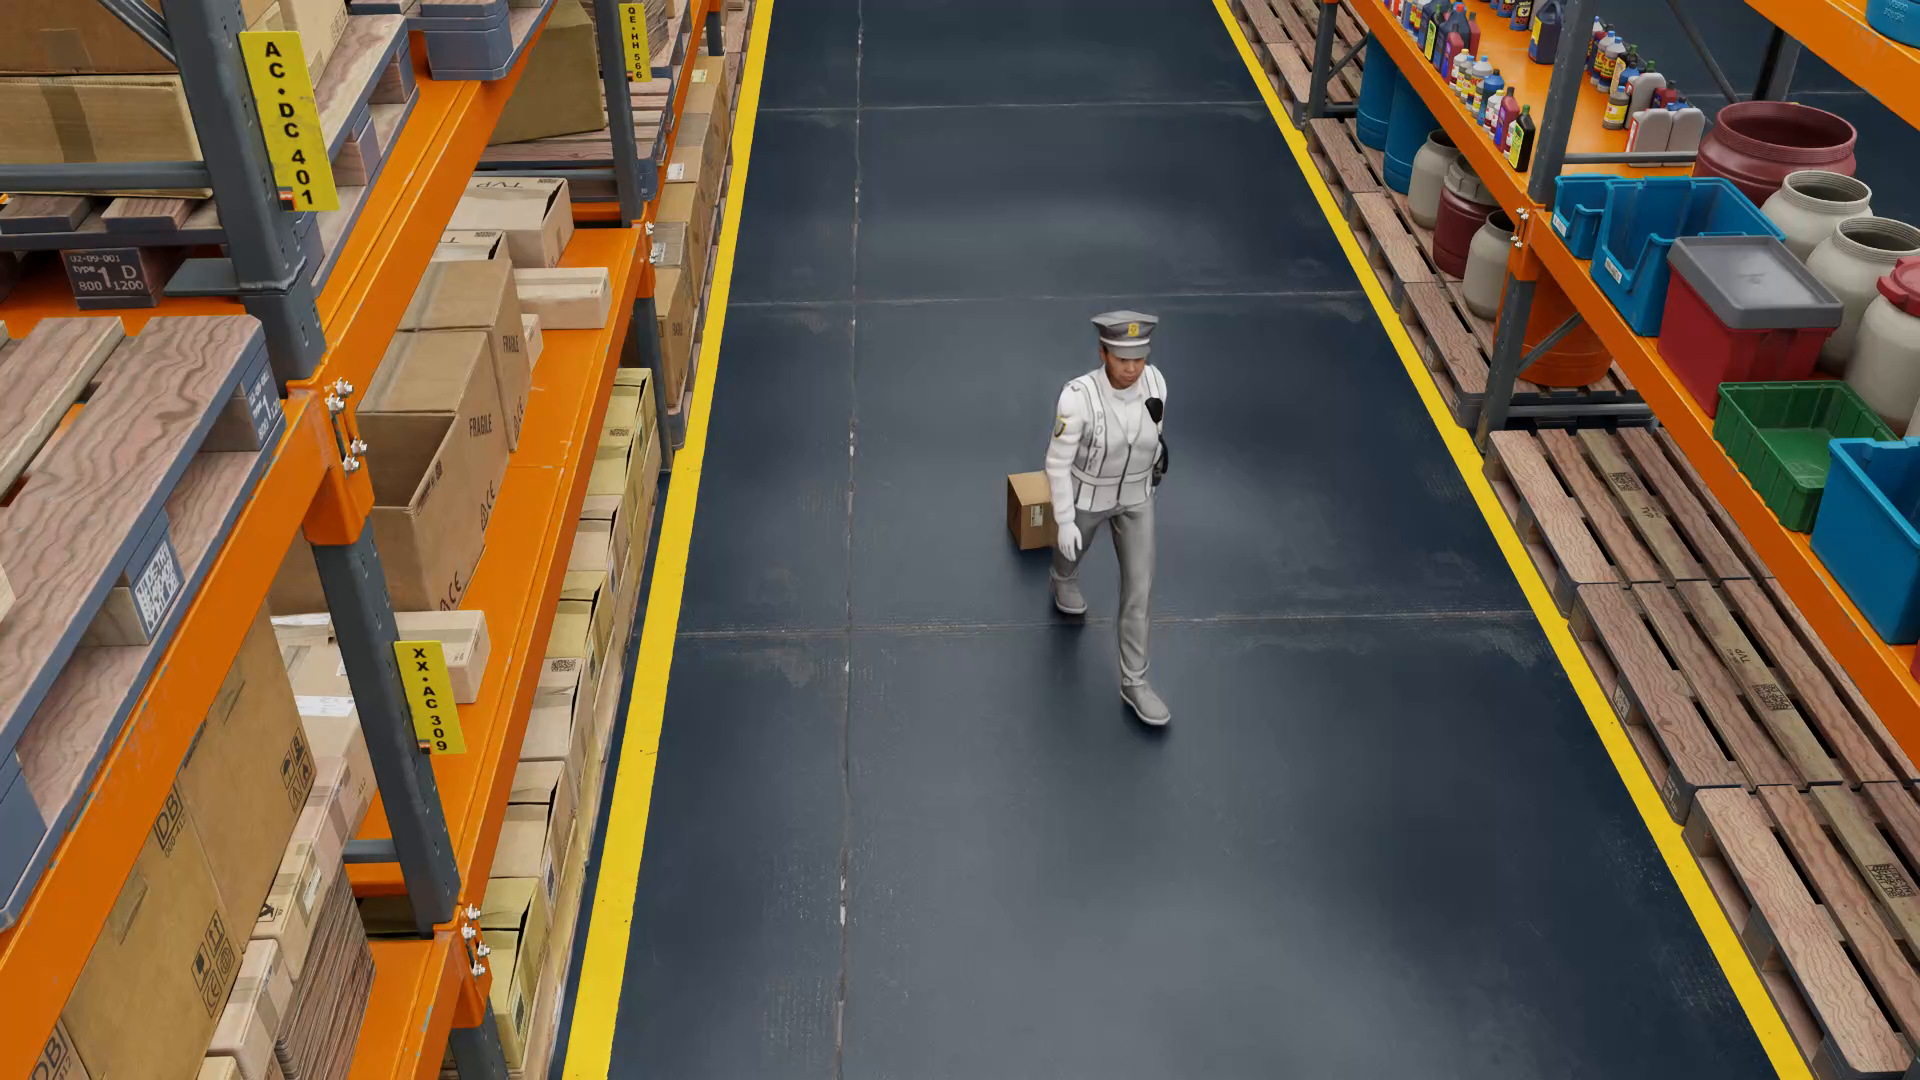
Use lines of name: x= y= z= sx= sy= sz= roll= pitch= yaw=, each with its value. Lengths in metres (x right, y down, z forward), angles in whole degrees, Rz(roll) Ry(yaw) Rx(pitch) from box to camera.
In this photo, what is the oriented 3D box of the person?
person: x=0.560 y=-0.176 z=6.382 sx=0.514 sy=1.620 sz=1.029 roll=-8 pitch=36 yaw=-11
